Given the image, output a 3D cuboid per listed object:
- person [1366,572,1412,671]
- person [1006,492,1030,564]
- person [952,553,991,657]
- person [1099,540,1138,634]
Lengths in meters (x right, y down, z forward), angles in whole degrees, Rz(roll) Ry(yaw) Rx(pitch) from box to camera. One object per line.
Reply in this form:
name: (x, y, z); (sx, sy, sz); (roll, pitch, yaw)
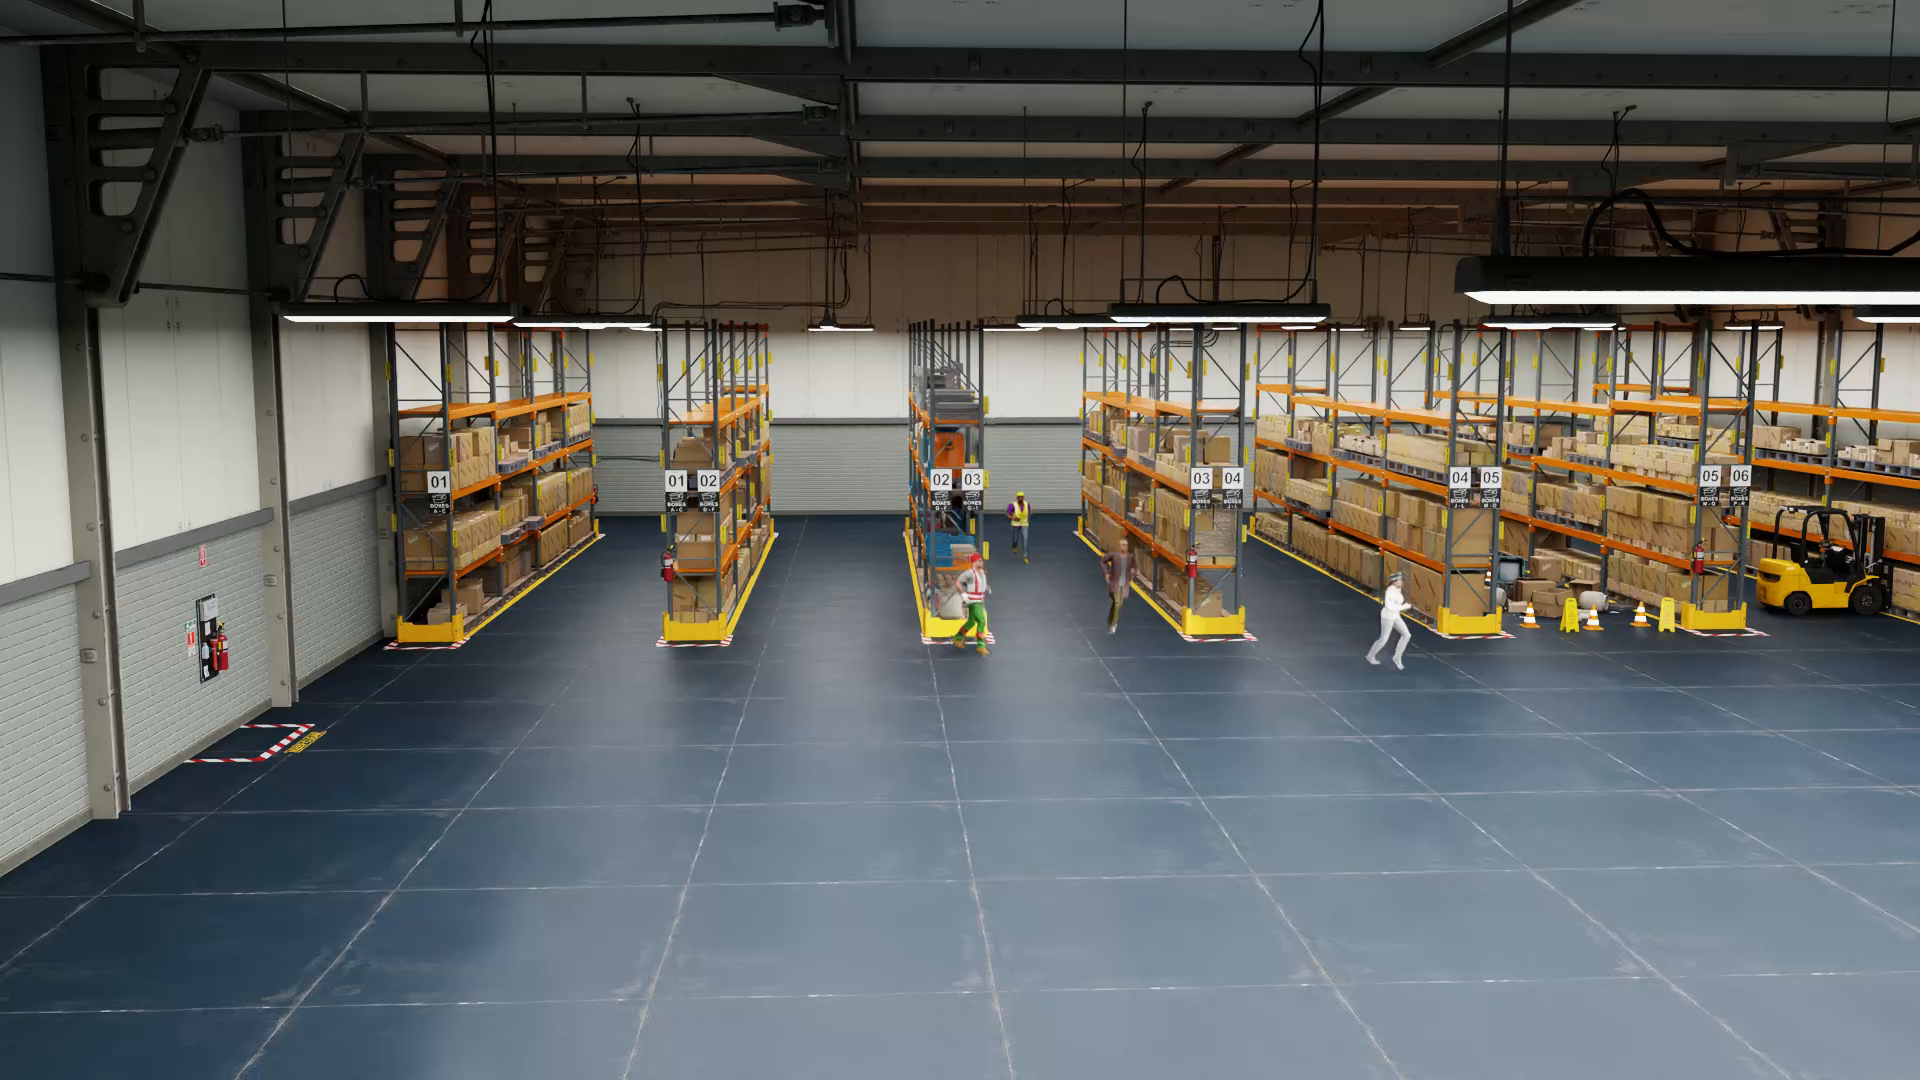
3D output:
person: (7.371, 1.375, 28.530); (0.810, 1.707, 0.639); (5, 9, 36)
person: (1.486, -0.341, 42.096); (0.663, 1.776, 1.104); (-1, 7, -7)
person: (0.246, 1.142, 29.942); (0.845, 1.822, 0.669); (4, 8, 27)
person: (3.094, 0.896, 32.169); (0.704, 1.821, 0.842); (-2, 7, -17)
